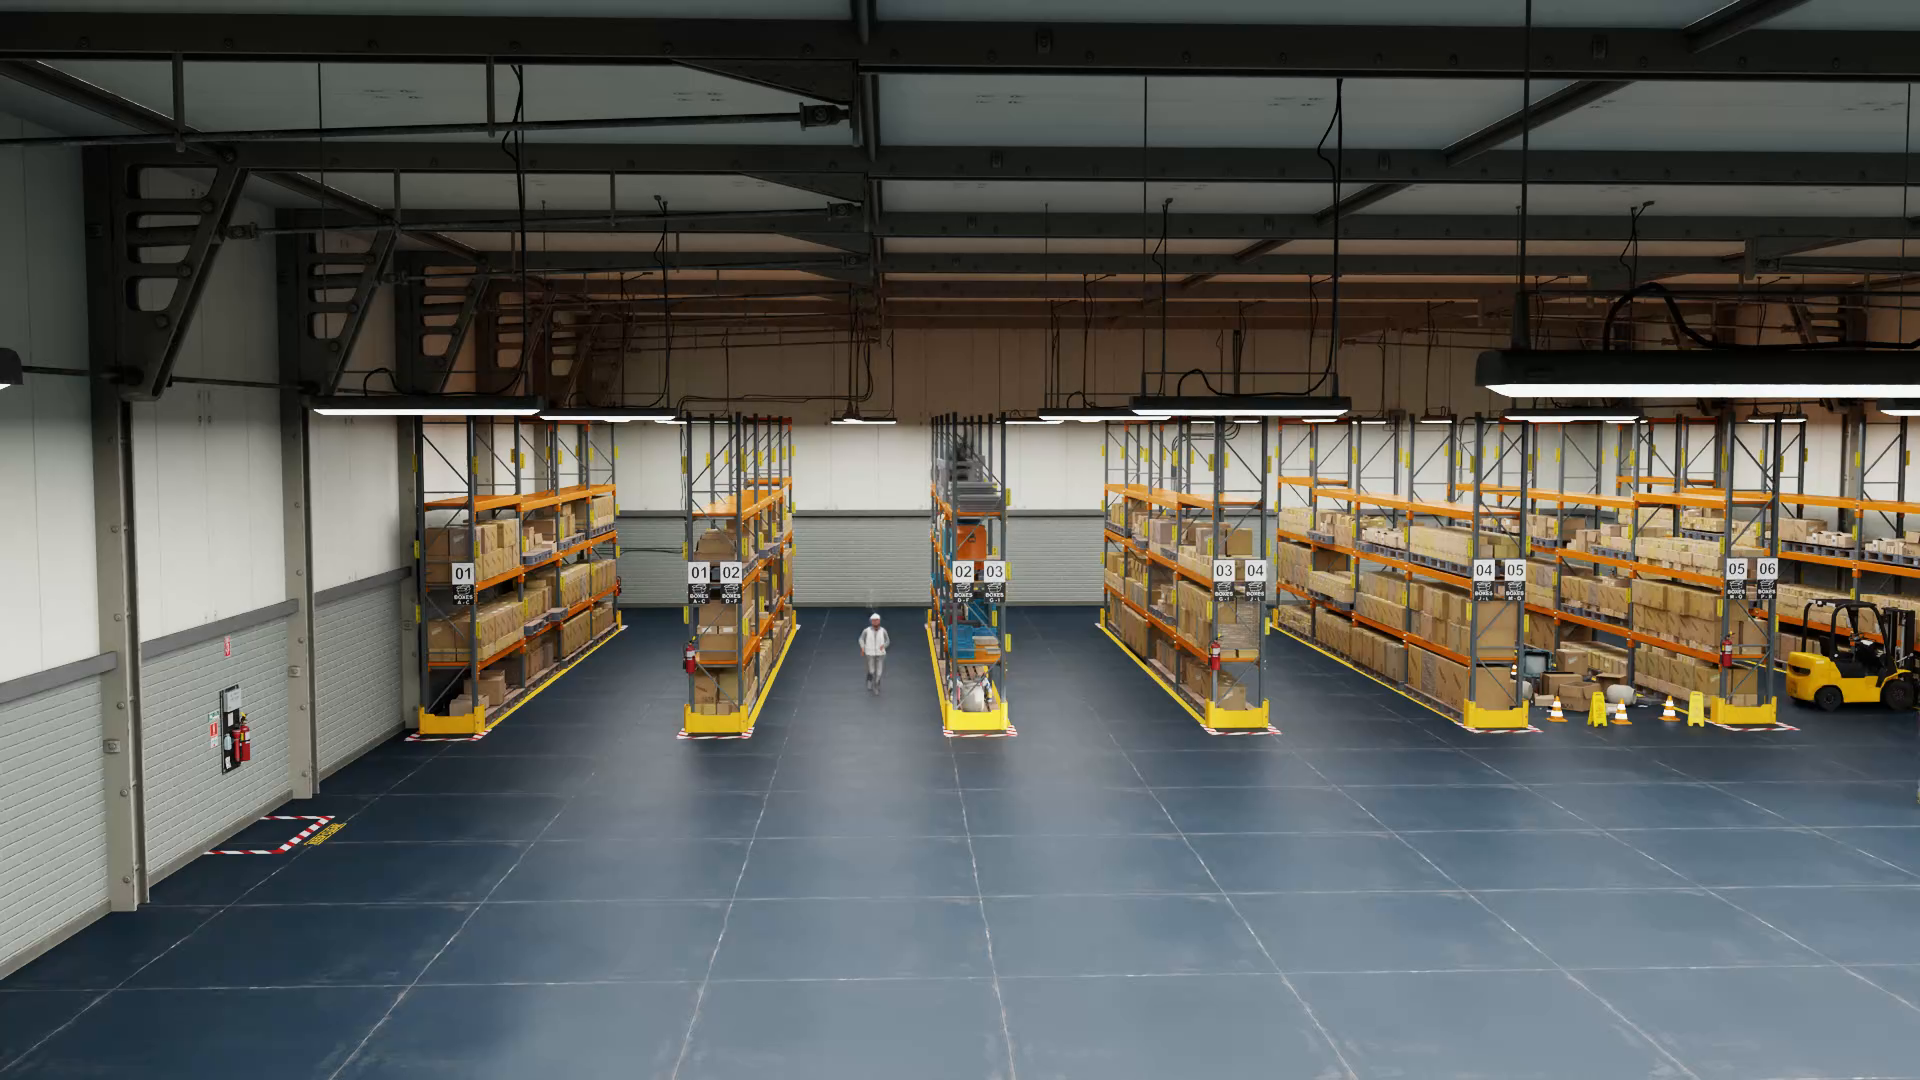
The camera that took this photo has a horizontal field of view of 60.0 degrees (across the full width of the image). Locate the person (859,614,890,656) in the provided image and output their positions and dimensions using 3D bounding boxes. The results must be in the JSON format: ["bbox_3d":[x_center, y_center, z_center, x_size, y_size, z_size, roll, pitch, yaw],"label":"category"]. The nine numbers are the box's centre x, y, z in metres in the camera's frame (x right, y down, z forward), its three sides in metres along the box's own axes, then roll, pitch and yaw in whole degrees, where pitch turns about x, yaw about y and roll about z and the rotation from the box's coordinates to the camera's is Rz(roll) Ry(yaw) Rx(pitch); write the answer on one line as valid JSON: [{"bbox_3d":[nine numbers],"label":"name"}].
[{"bbox_3d":[-1.809,2.040,35.449,0.657,0.919,0.576,-1,4,-9],"label":"person"}]

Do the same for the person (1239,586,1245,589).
[{"bbox_3d":[7.920,1.812,45.822,0.603,1.609,0.538,0,4,-6],"label":"person"}]
